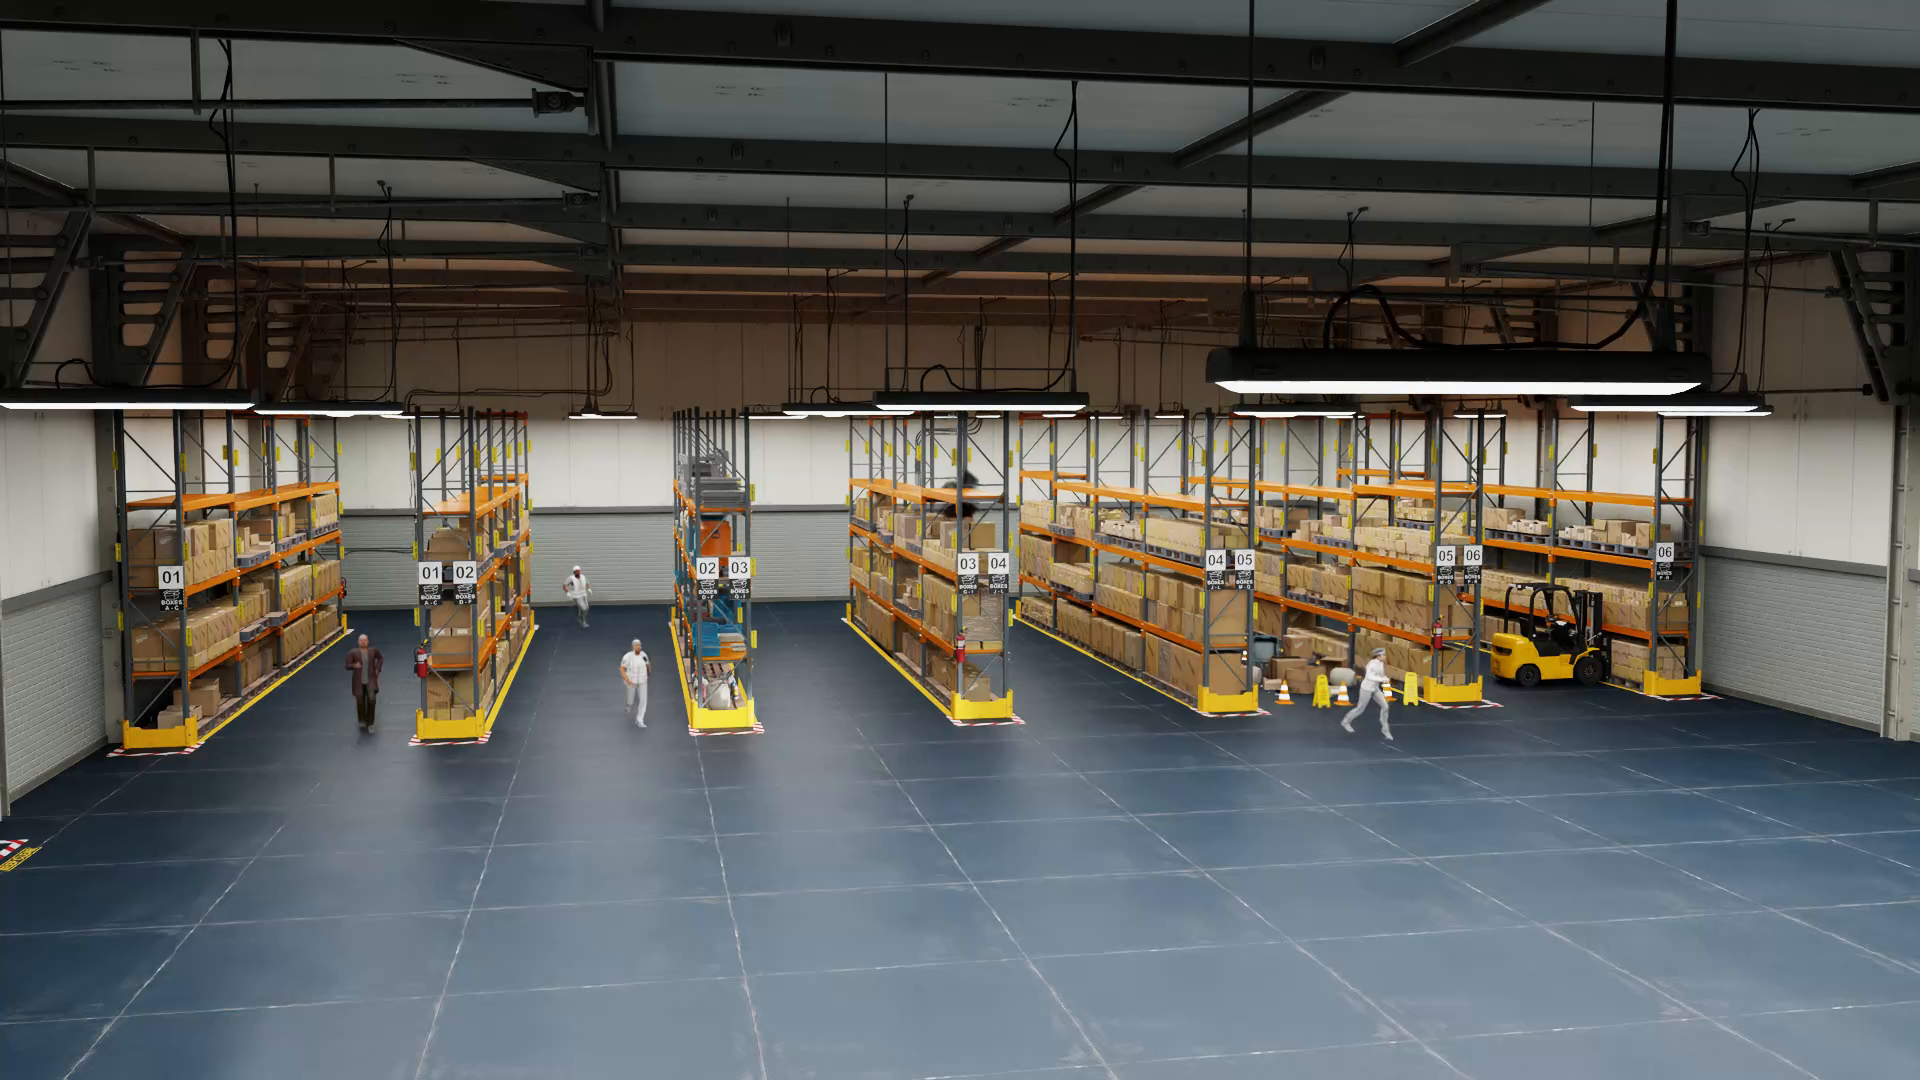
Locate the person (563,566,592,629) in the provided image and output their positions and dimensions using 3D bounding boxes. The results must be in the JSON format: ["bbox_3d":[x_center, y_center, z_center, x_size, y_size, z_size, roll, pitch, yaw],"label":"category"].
[{"bbox_3d":[-10.530,1.587,46.010,0.636,1.762,0.746,4,5,41],"label":"person"}]

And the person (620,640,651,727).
[{"bbox_3d":[-6.131,2.699,31.491,0.600,1.642,0.810,-2,4,-22],"label":"person"}]

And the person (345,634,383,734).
[{"bbox_3d":[-10.972,2.660,30.654,0.685,1.844,0.767,-2,4,-21],"label":"person"}]

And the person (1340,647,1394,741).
[{"bbox_3d":[7.380,2.759,30.125,0.992,1.695,0.612,3,5,38],"label":"person"}]
